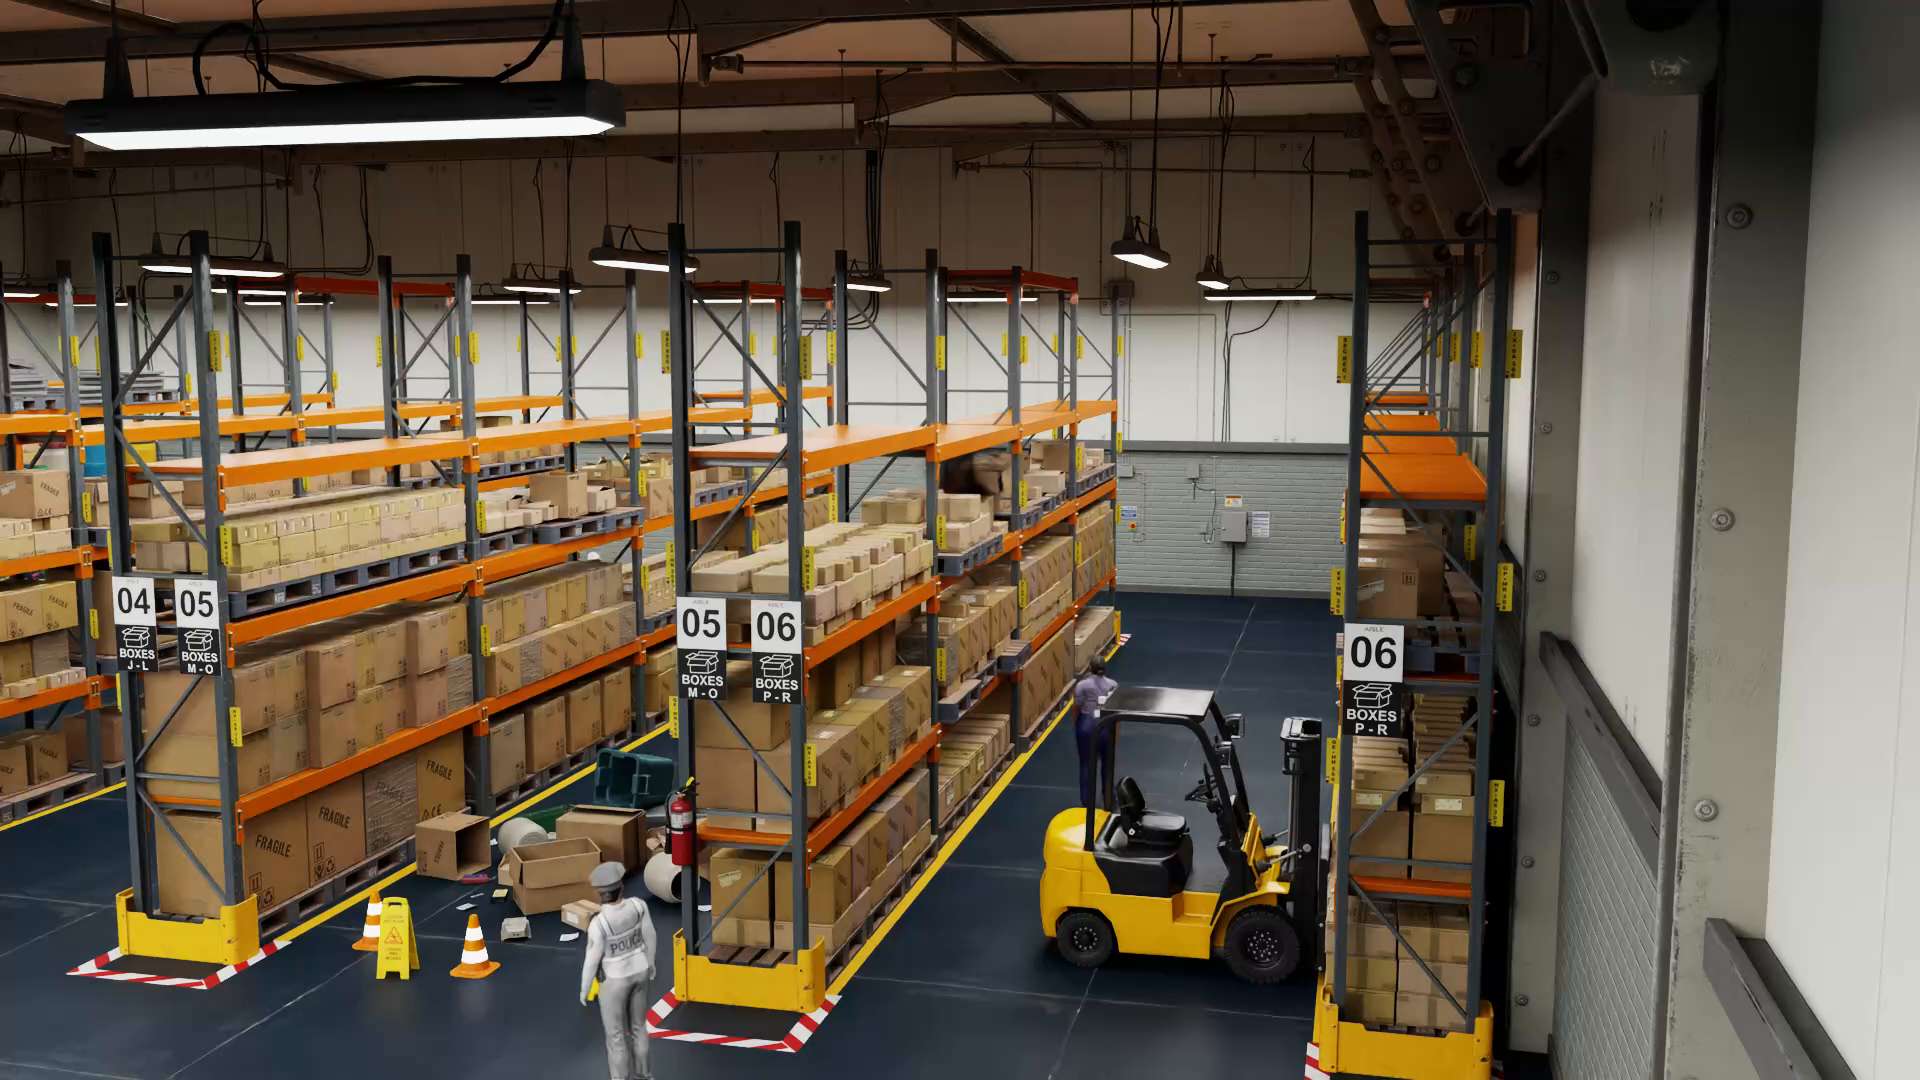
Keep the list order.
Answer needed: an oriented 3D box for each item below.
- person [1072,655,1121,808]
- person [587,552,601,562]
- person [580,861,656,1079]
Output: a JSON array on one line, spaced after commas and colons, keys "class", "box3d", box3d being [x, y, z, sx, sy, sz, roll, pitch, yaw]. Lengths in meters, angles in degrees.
[{"class": "person", "box3d": [1.419, 1.996, 17.180, 0.524, 1.682, 0.728, 1, 7, 11]}, {"class": "person", "box3d": [-5.851, 1.048, 26.742, 0.719, 1.718, 1.058, 1, 7, 11]}, {"class": "person", "box3d": [-2.294, 2.973, 11.248, 0.392, 1.677, 0.576, 5, 9, 38]}]
